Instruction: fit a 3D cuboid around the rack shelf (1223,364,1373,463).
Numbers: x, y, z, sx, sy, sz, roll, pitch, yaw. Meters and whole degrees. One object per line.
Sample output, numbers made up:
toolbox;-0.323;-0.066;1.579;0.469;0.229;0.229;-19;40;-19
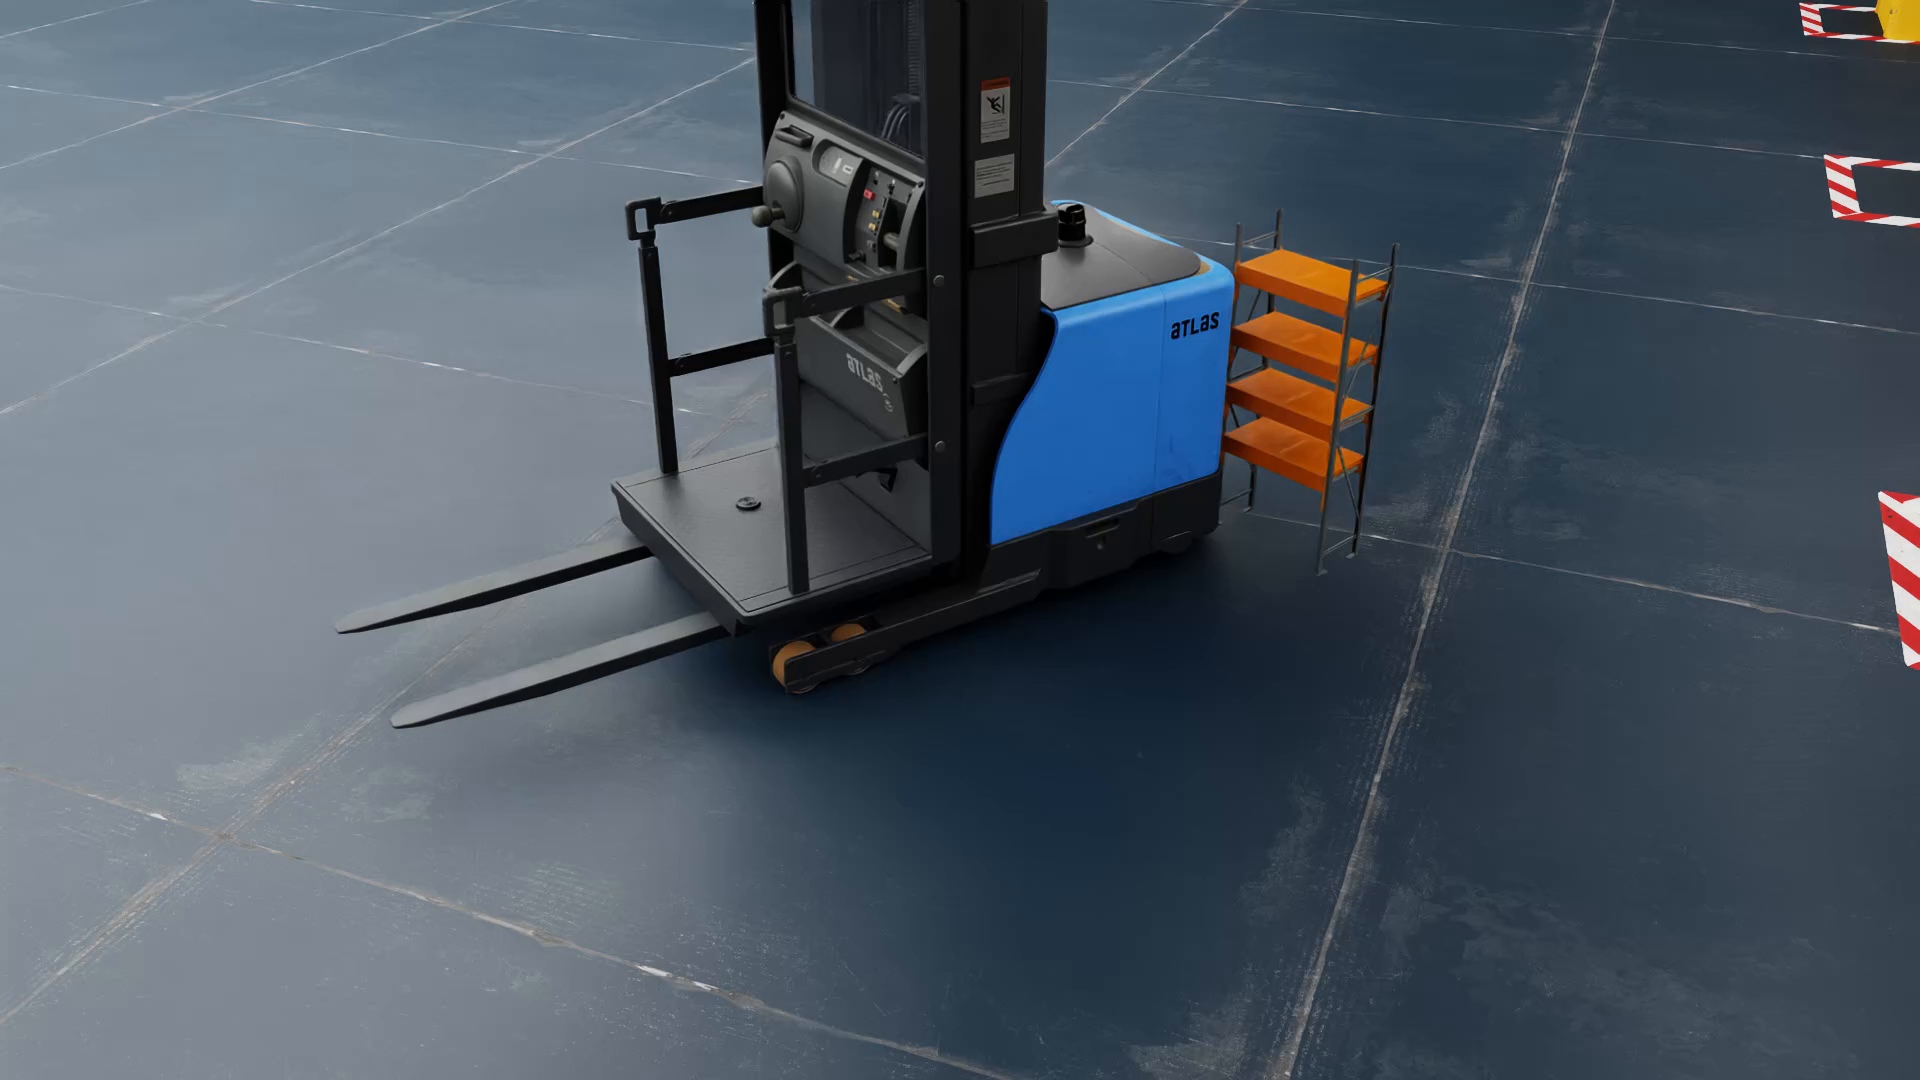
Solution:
rack shelf;1.214;-0.461;5.983;0.258;0.148;0.480;-24;37;-36

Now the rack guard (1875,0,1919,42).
rack guard;7.821;-4.487;13.680;0.348;0.500;1.175;11;31;19

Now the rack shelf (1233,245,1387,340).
rack shelf;1.214;-0.862;5.757;0.258;0.148;0.480;-24;37;-36

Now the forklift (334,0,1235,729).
forklift;-0.552;-1.077;5.177;3.031;2.935;1.130;-18;34;-28

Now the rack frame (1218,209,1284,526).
rack frame;1.051;-0.609;6.108;0.240;1.200;0.015;-24;37;-36

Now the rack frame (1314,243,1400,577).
rack frame;1.377;-0.431;5.792;0.240;1.200;0.015;-24;37;-36

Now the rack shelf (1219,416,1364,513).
rack shelf;1.214;-0.289;6.081;0.258;0.148;0.480;-24;37;-36

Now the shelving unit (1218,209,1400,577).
shelving unit;1.214;-0.520;5.950;0.258;1.200;0.503;-24;37;-36

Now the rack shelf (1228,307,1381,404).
rack shelf;1.214;-0.656;5.873;0.258;0.148;0.480;-24;37;-36
